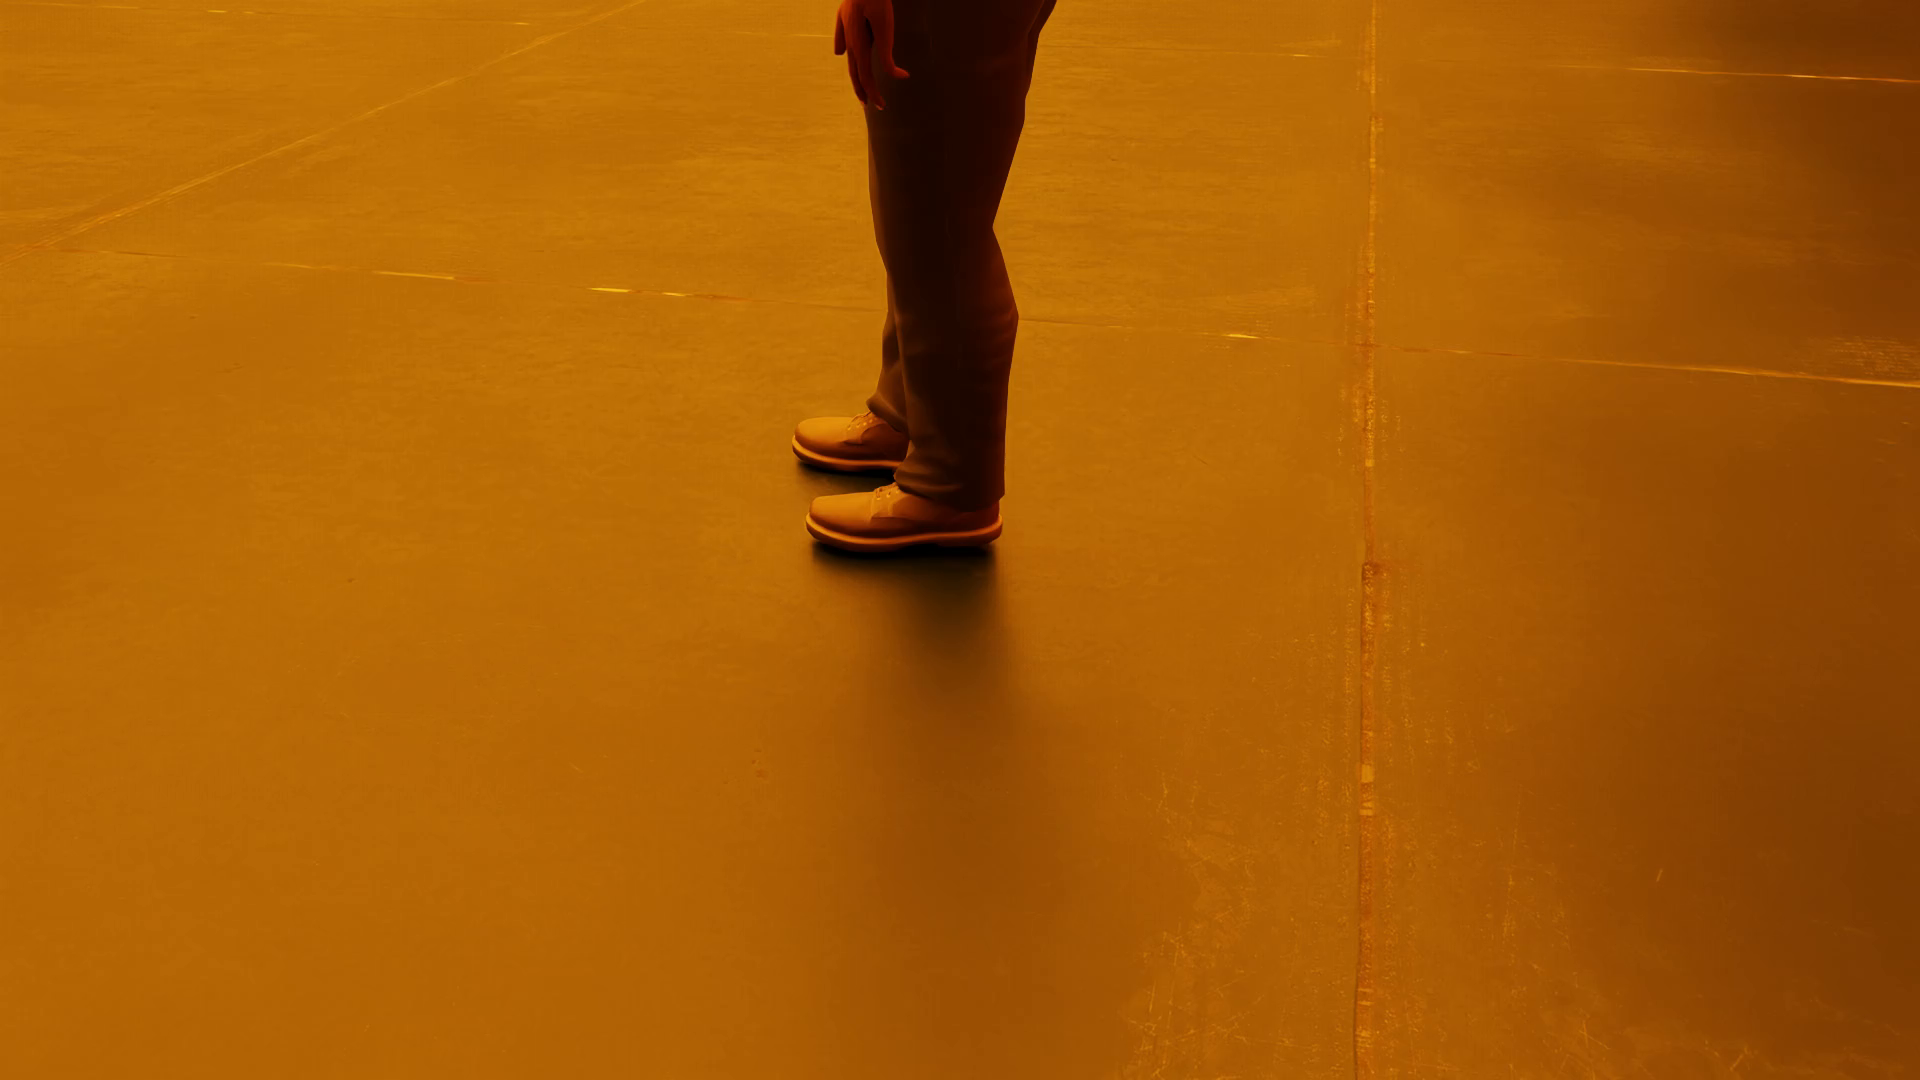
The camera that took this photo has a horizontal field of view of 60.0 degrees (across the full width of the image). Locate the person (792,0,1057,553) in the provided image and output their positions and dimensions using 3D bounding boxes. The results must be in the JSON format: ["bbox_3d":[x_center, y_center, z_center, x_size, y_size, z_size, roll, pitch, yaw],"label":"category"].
[{"bbox_3d":[-0.081,-0.762,2.159,0.504,1.654,0.569,6,27,11],"label":"person"}]
